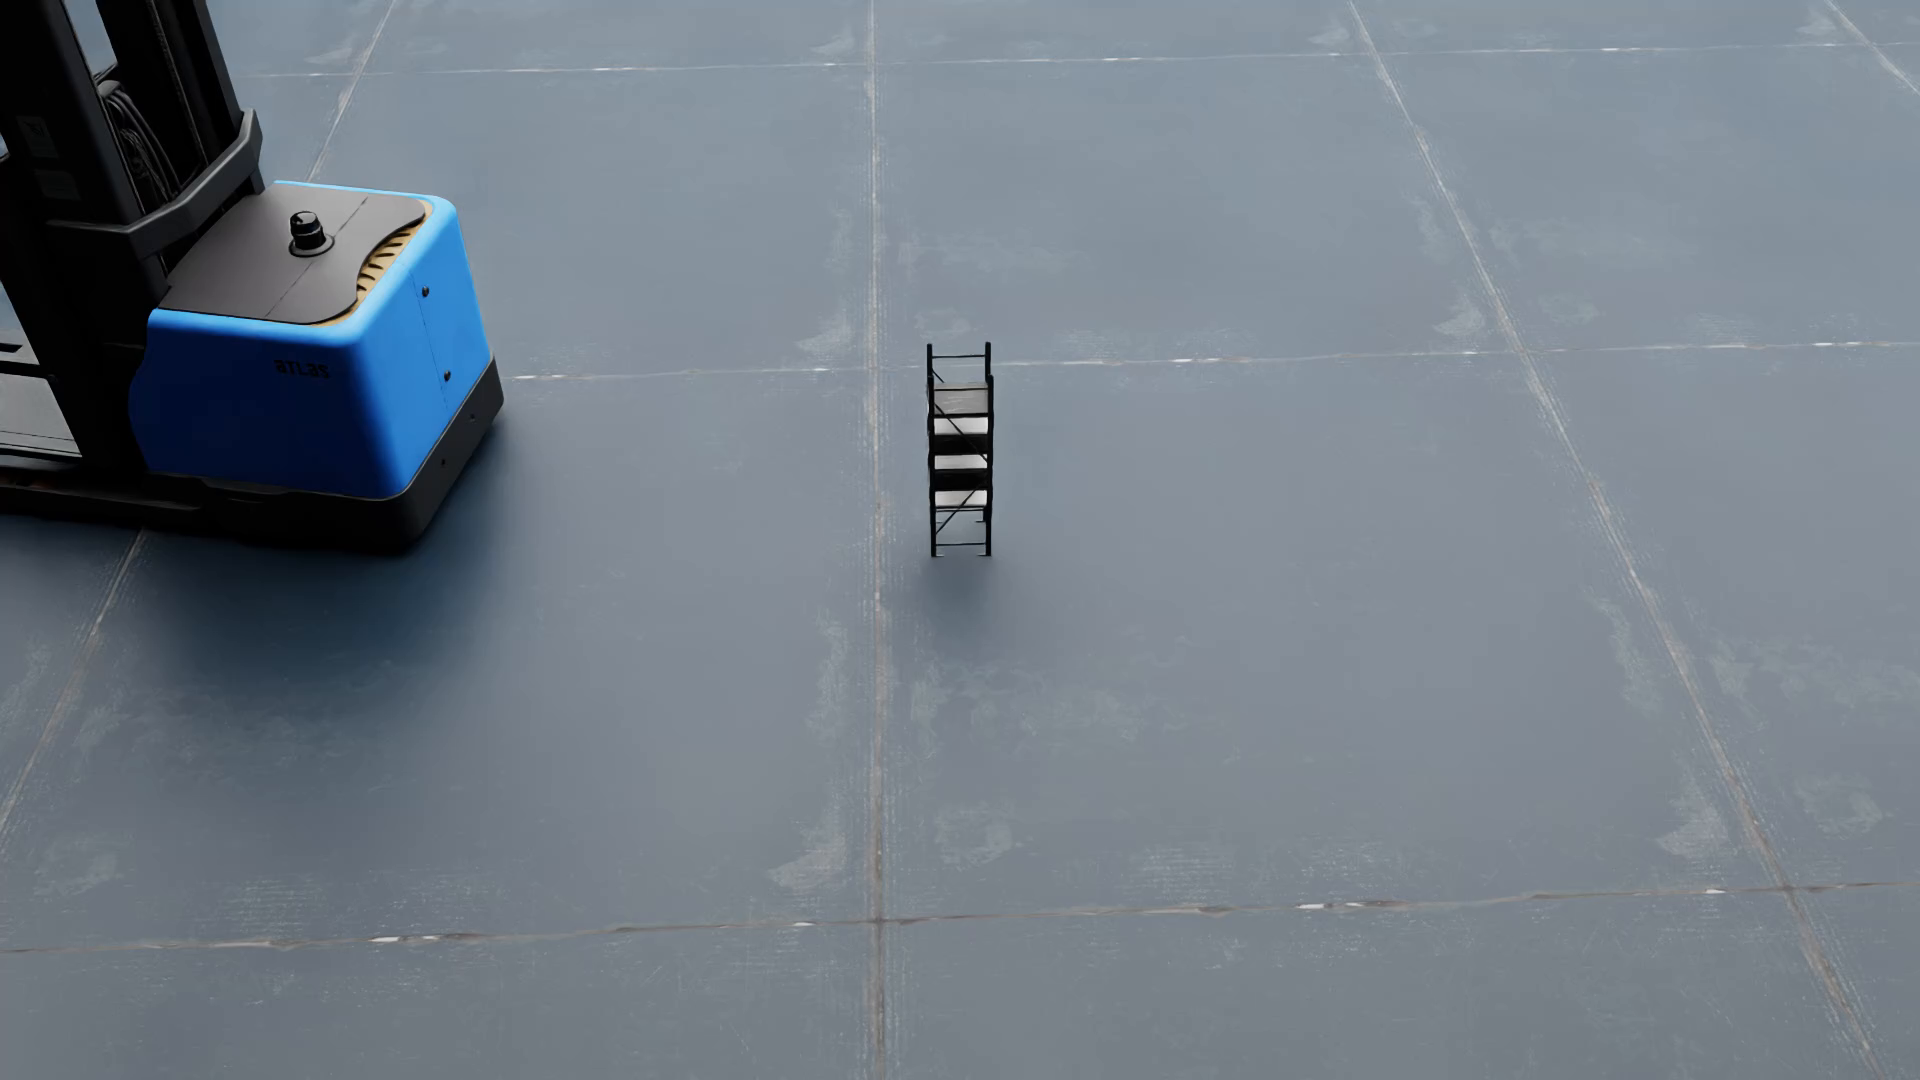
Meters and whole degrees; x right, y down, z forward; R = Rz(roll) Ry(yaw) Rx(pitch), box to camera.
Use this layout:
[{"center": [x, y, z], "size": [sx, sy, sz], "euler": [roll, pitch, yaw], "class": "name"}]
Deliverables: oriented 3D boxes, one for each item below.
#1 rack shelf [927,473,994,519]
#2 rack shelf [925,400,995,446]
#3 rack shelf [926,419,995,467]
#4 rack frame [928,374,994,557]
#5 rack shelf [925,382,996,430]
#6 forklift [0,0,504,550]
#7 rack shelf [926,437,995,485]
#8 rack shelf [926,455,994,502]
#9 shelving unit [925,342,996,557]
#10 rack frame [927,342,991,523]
[{"center": [0.000, -0.180, 6.596], "size": [0.258, 0.077, 0.200], "euler": [-2, 43, -2], "class": "rack shelf"}, {"center": [0.000, -0.445, 6.353], "size": [0.258, 0.077, 0.200], "euler": [-2, 43, -2], "class": "rack shelf"}, {"center": [0.000, -0.379, 6.414], "size": [0.258, 0.077, 0.200], "euler": [-2, 43, -2], "class": "rack shelf"}, {"center": [0.004, -0.269, 6.377], "size": [0.240, 0.900, 0.006], "euler": [-2, 43, -2], "class": "rack frame"}, {"center": [0.000, -0.512, 6.292], "size": [0.258, 0.077, 0.200], "euler": [-2, 43, -2], "class": "rack shelf"}, {"center": [-3.570, -1.526, 6.245], "size": [3.031, 2.935, 1.130], "euler": [7, 43, 8], "class": "forklift"}, {"center": [0.000, -0.313, 6.474], "size": [0.258, 0.077, 0.200], "euler": [-2, 43, -2], "class": "rack shelf"}, {"center": [0.000, -0.246, 6.535], "size": [0.258, 0.077, 0.200], "euler": [-2, 43, -2], "class": "rack shelf"}, {"center": [0.000, -0.337, 6.452], "size": [0.258, 0.900, 0.210], "euler": [-2, 43, -2], "class": "shelving unit"}, {"center": [-0.005, -0.406, 6.527], "size": [0.240, 0.900, 0.006], "euler": [-2, 43, -2], "class": "rack frame"}]
